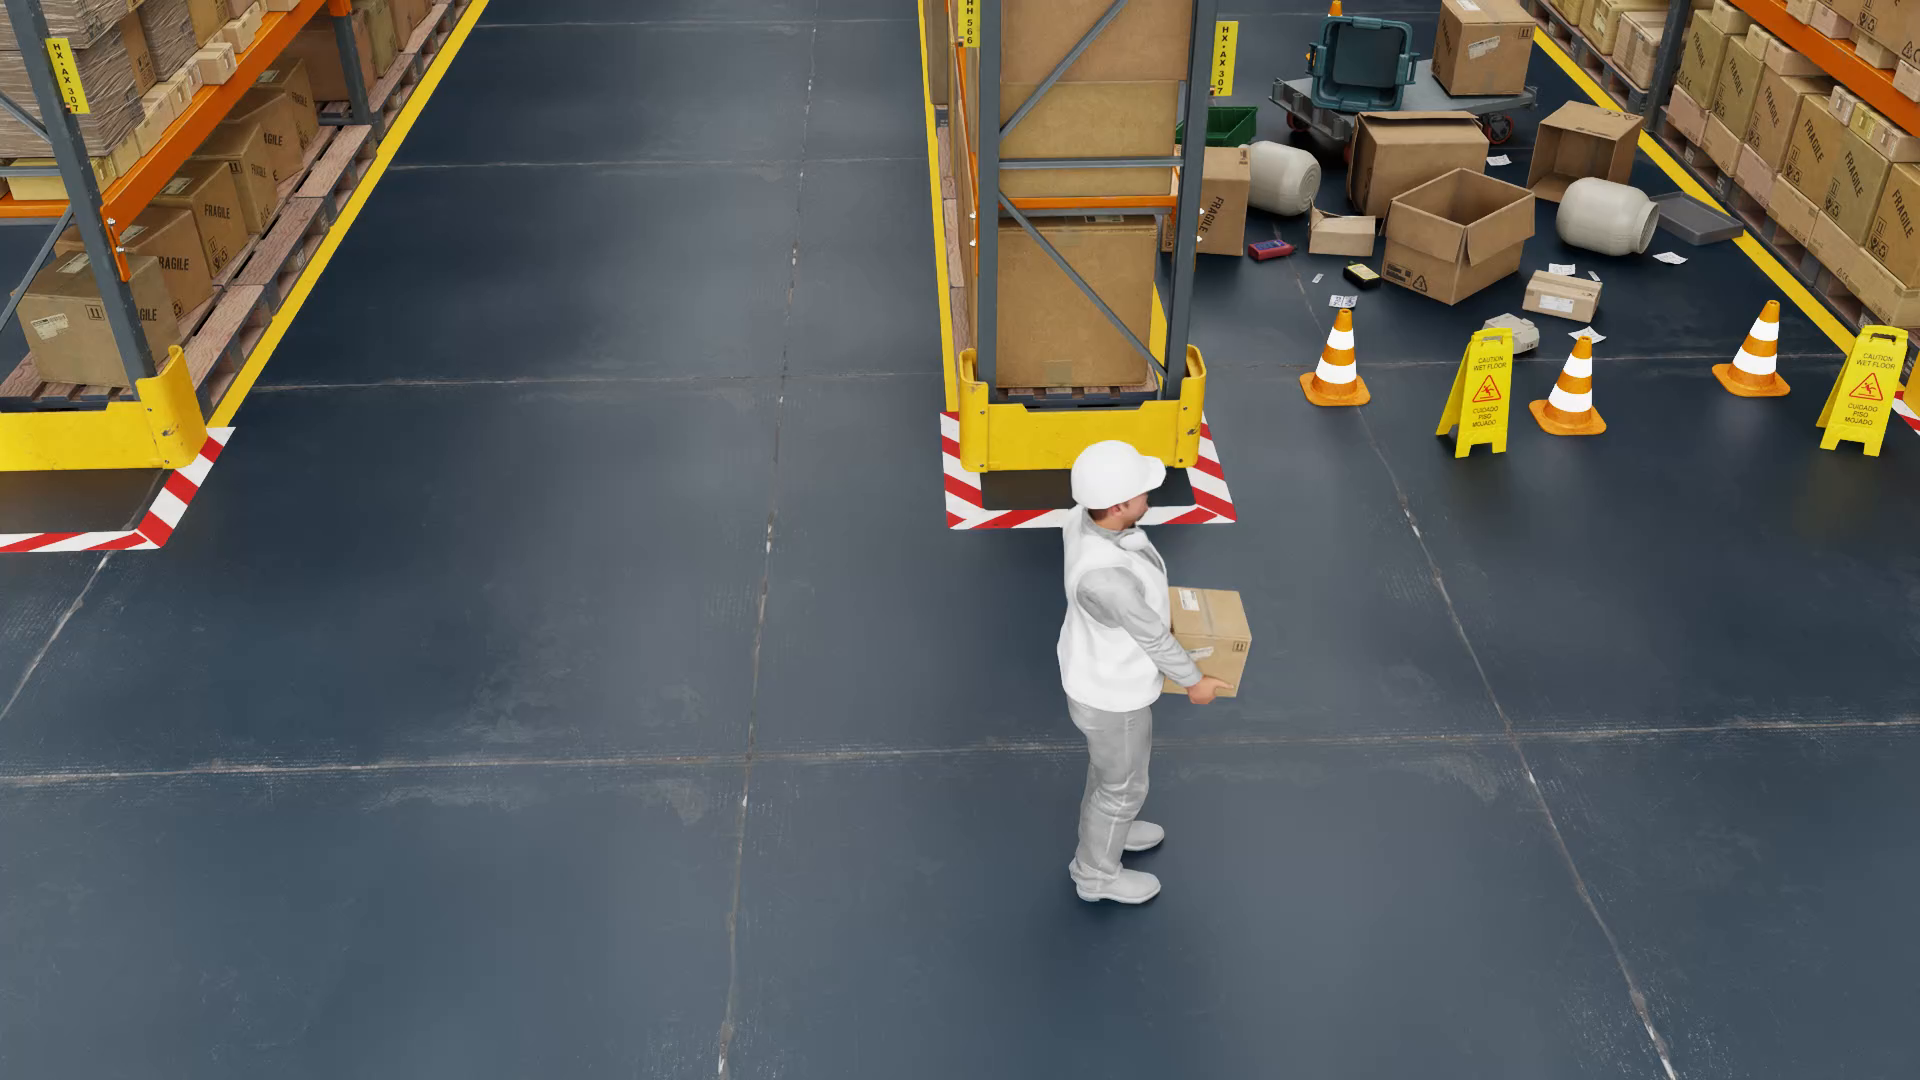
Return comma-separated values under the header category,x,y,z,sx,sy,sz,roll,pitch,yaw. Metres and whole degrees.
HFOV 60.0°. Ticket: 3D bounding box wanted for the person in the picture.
category,x,y,z,sx,sy,sz,roll,pitch,yaw
person,0.602,0.433,5.510,0.553,1.767,0.494,-1,35,-1
